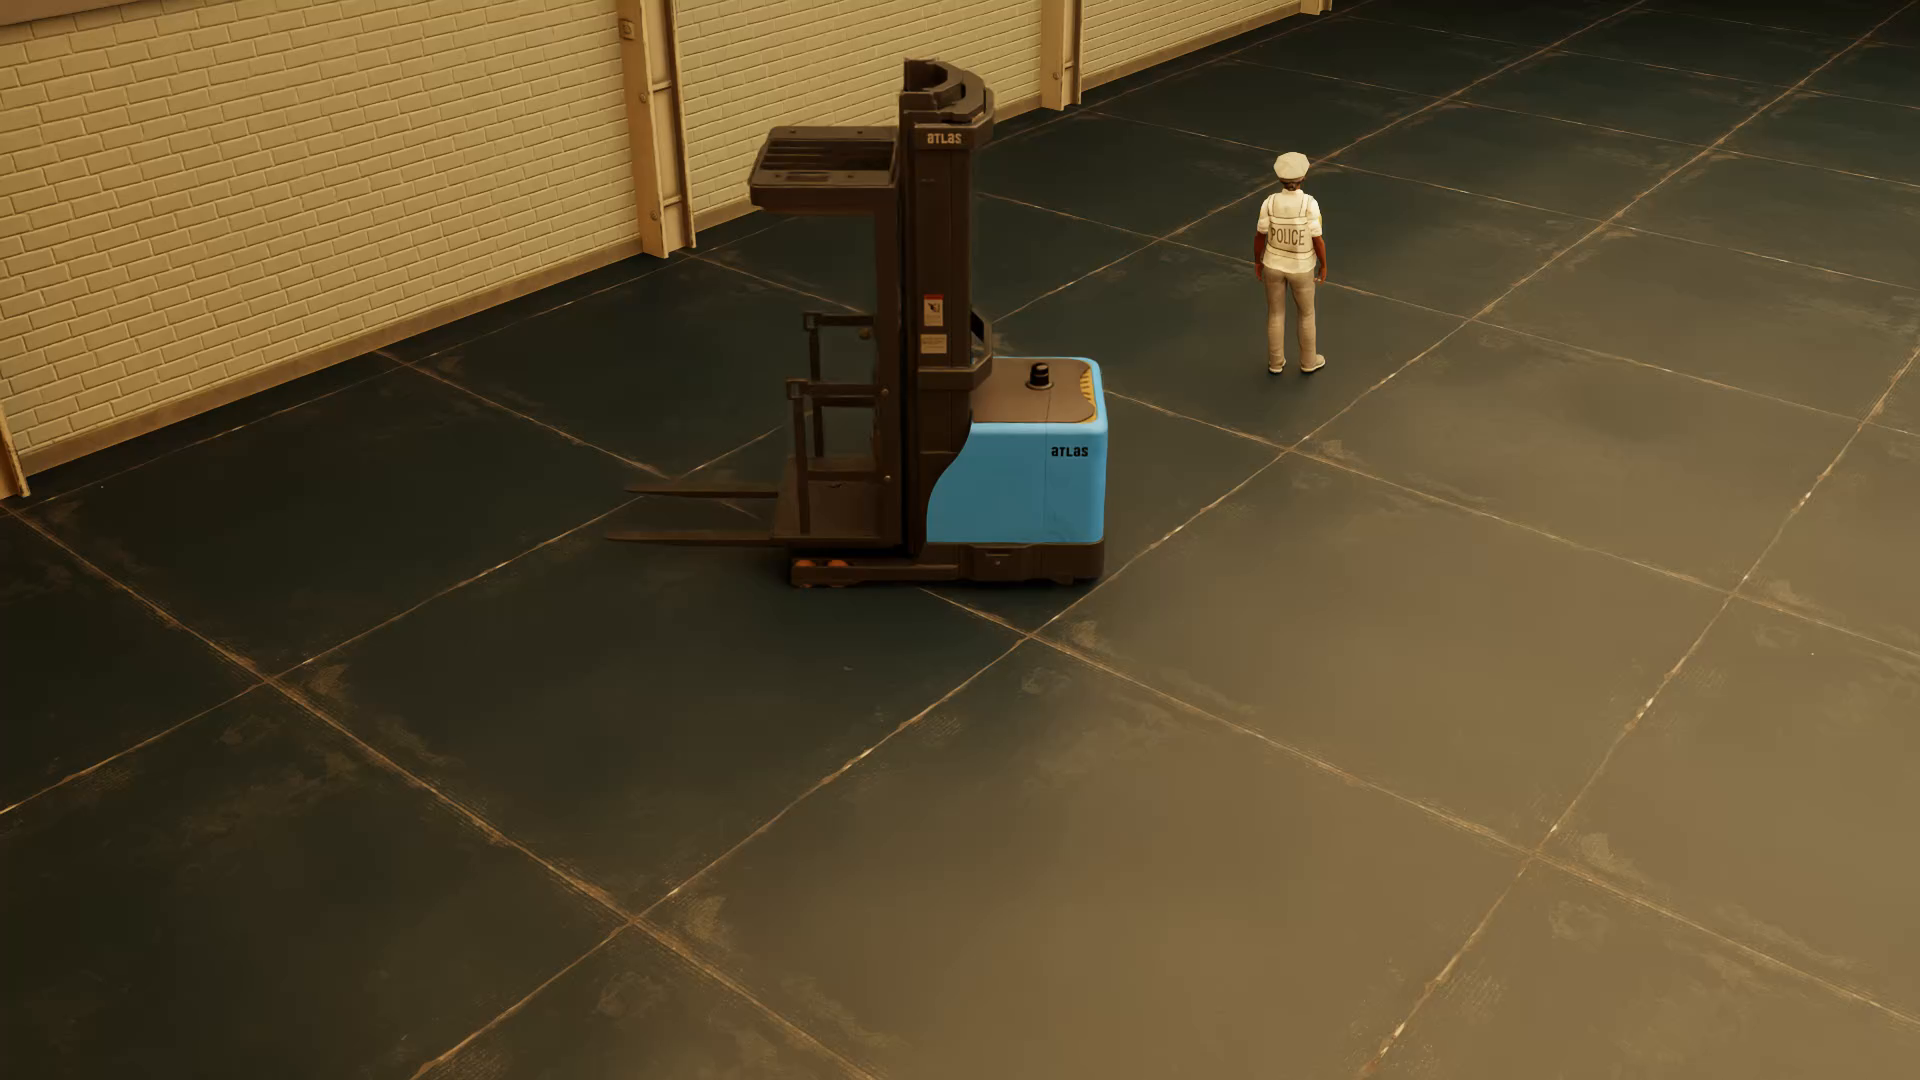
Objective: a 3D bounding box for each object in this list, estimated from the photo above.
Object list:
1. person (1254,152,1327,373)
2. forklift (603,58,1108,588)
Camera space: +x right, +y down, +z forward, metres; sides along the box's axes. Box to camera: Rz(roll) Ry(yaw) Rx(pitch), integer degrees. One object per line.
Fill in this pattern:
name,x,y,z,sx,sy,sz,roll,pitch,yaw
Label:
person,2.467,-2.047,12.309,0.569,1.694,0.528,12,33,20
forklift,-0.646,-1.244,9.723,3.031,2.935,1.130,0,30,1
